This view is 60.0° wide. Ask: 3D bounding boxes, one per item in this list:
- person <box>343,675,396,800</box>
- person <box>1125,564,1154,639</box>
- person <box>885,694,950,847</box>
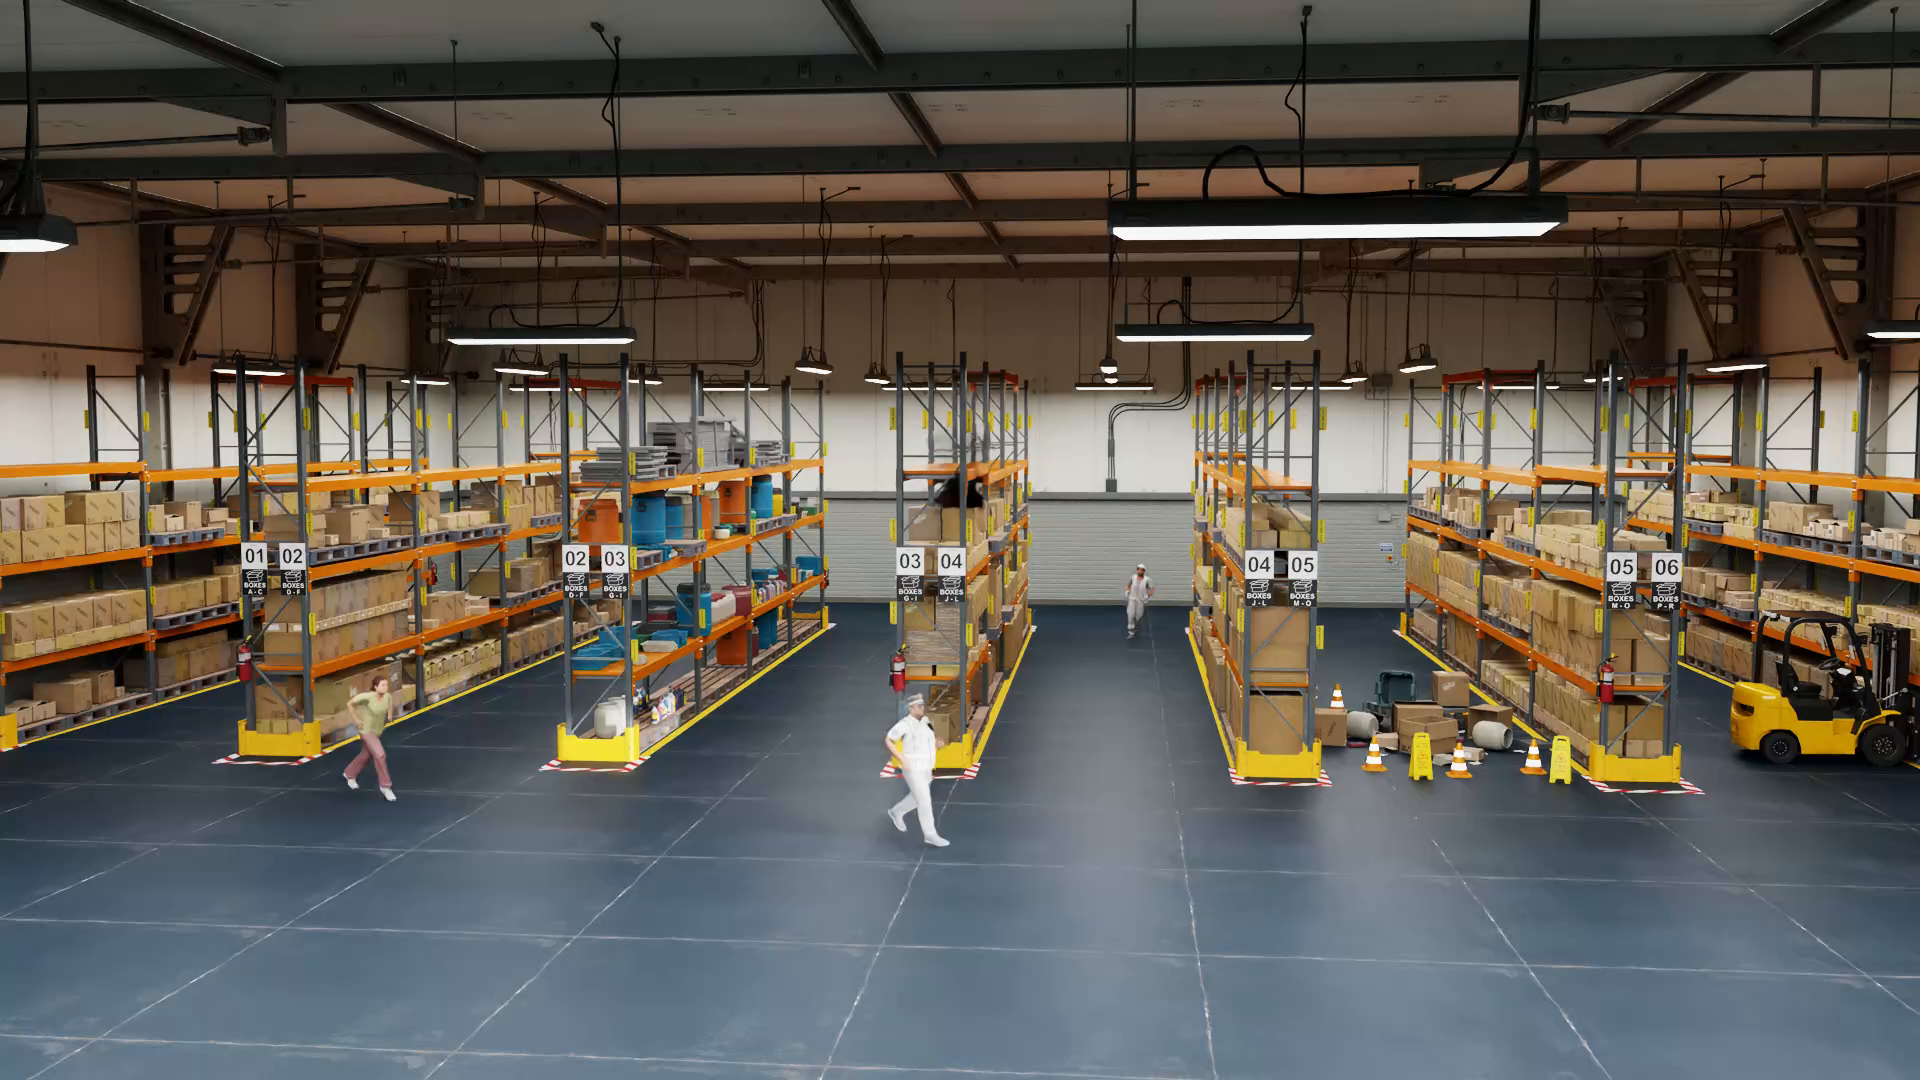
[{"bbox_3d":[-7.913,2.616,22.238,1.011,1.659,0.598,2,5,30],"label":"person"},{"bbox_3d":[4.148,1.417,38.474,0.694,1.732,0.660,2,4,22],"label":"person"},{"bbox_3d":[-0.504,2.694,19.761,0.965,1.761,0.668,3,5,34],"label":"person"}]
